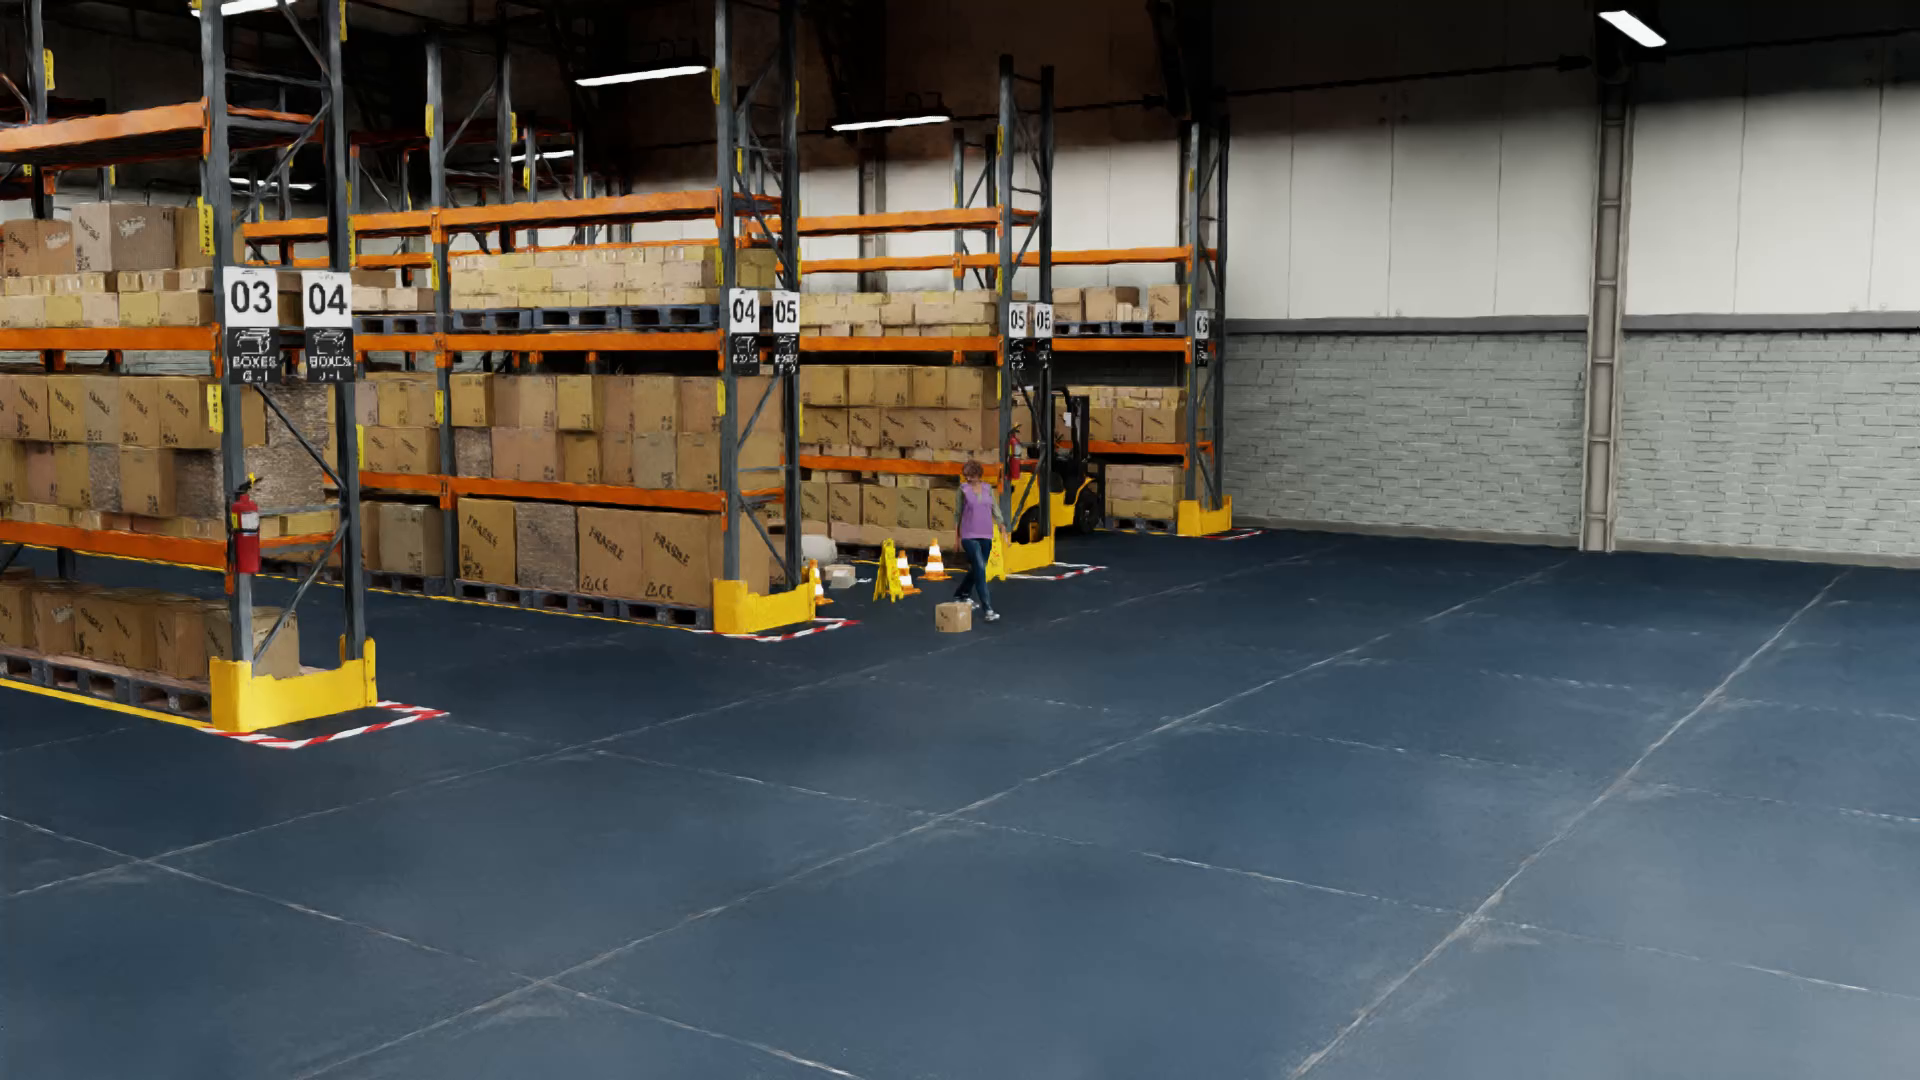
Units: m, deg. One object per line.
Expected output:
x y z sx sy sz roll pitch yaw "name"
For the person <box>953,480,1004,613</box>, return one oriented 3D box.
0.155 0.049 16.436 0.457 1.295 0.680 -4 8 -30 "person"
